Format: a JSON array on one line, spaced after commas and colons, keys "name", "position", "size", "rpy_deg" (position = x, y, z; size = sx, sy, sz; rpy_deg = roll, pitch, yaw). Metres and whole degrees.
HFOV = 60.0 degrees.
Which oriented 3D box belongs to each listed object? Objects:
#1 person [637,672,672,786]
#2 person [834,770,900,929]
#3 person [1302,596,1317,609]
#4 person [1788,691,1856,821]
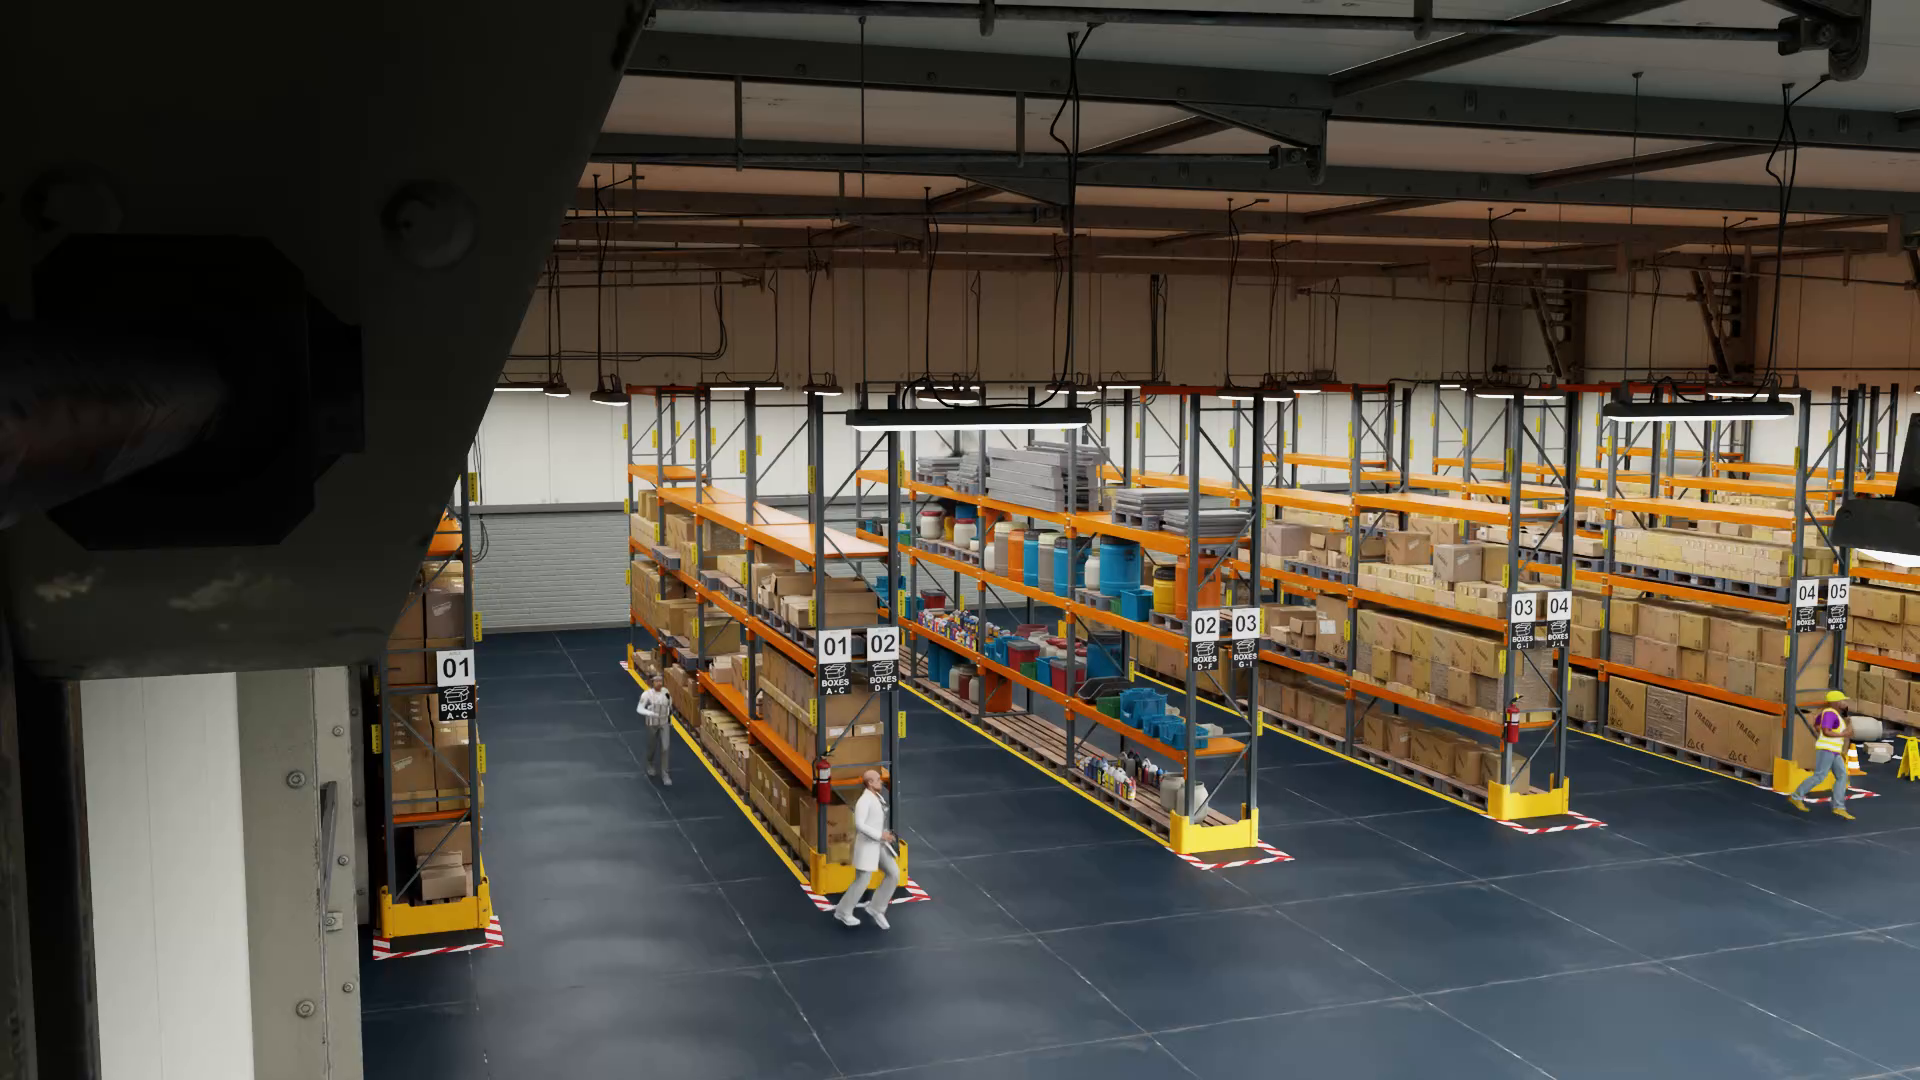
[{"name": "person", "position": [-4.653, 2.847, 25.484], "size": [0.602, 1.711, 0.886], "rpy_deg": [-3, 6, -24]}, {"name": "person", "position": [-1.035, 3.513, 18.954], "size": [0.732, 1.791, 0.763], "rpy_deg": [2, 6, 20]}, {"name": "person", "position": [8.642, 1.253, 40.994], "size": [0.726, 1.727, 0.772], "rpy_deg": [-5, 8, -39]}, {"name": "person", "position": [12.353, 3.021, 23.648], "size": [0.865, 1.764, 0.704], "rpy_deg": [5, 8, 40]}]
